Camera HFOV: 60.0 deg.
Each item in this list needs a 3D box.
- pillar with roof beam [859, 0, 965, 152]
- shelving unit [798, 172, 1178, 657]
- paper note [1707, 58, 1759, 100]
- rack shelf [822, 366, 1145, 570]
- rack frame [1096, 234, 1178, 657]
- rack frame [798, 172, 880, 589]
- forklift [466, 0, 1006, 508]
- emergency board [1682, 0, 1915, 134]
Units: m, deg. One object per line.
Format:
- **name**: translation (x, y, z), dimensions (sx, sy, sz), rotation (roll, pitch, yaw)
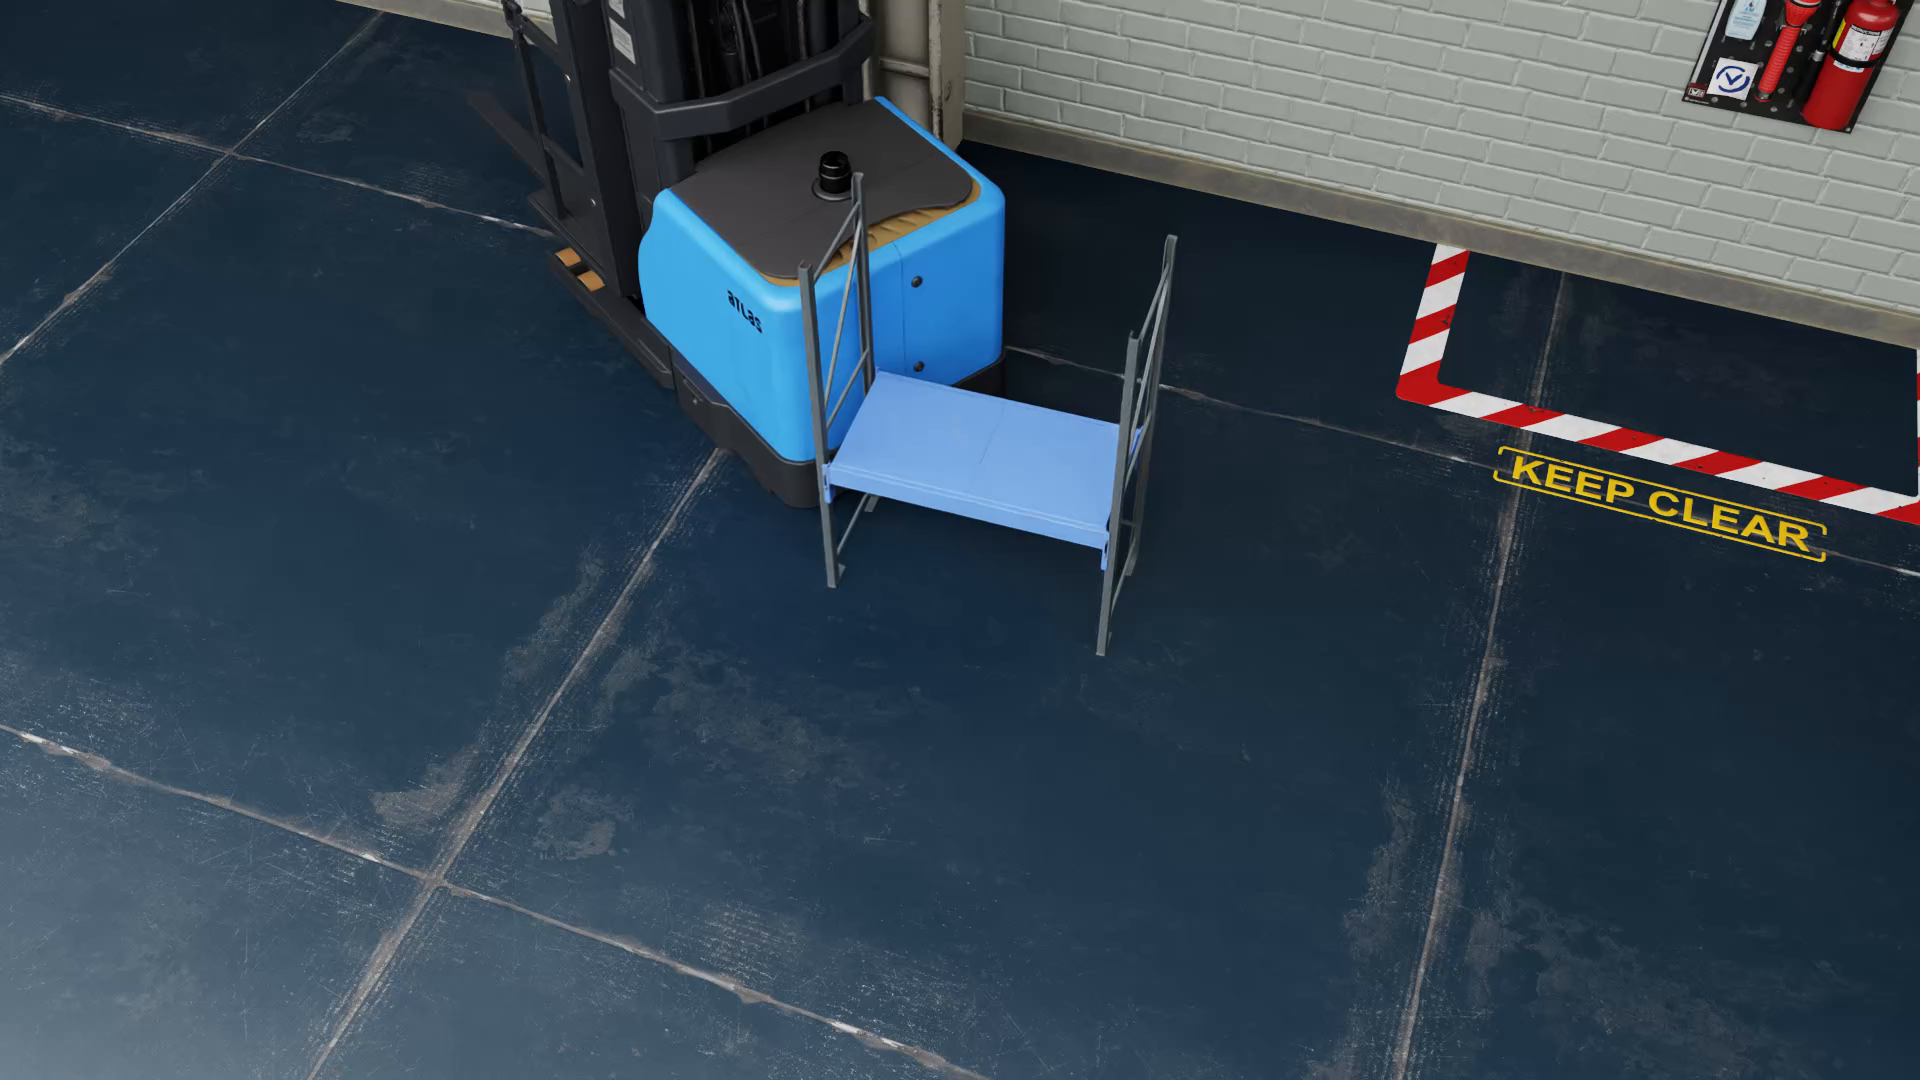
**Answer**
- **pillar with roof beam**: translation (-1.708, -1.772, 1.831), dimensions (0.400, 9.000, 9.100), rotation (16, 51, 13)
- **shelving unit**: translation (0.090, -0.377, 5.584), dimensions (1.048, 1.500, 0.538), rotation (14, 50, 12)
- **paper note**: translation (2.965, -1.769, 6.381), dimensions (0.142, 0.148, 0.016), rotation (16, 51, 13)
- **rack shelf**: translation (0.090, -0.259, 5.720), dimensions (1.000, 0.185, 0.538), rotation (14, 50, 12)
- **rack frame**: translation (0.573, -0.259, 5.482), dimensions (0.032, 1.500, 0.500), rotation (14, 50, 12)
- **rack frame**: translation (-0.394, -0.496, 5.687), dimensions (0.032, 1.500, 0.500), rotation (14, 50, 12)
- **forklift**: translation (-1.119, -2.147, 6.171), dimensions (1.130, 2.935, 3.031), rotation (-30, 56, -24)
- **emergency board**: translation (3.107, -1.962, 5.965), dimensions (0.643, 1.169, 0.194), rotation (16, 51, 13)
